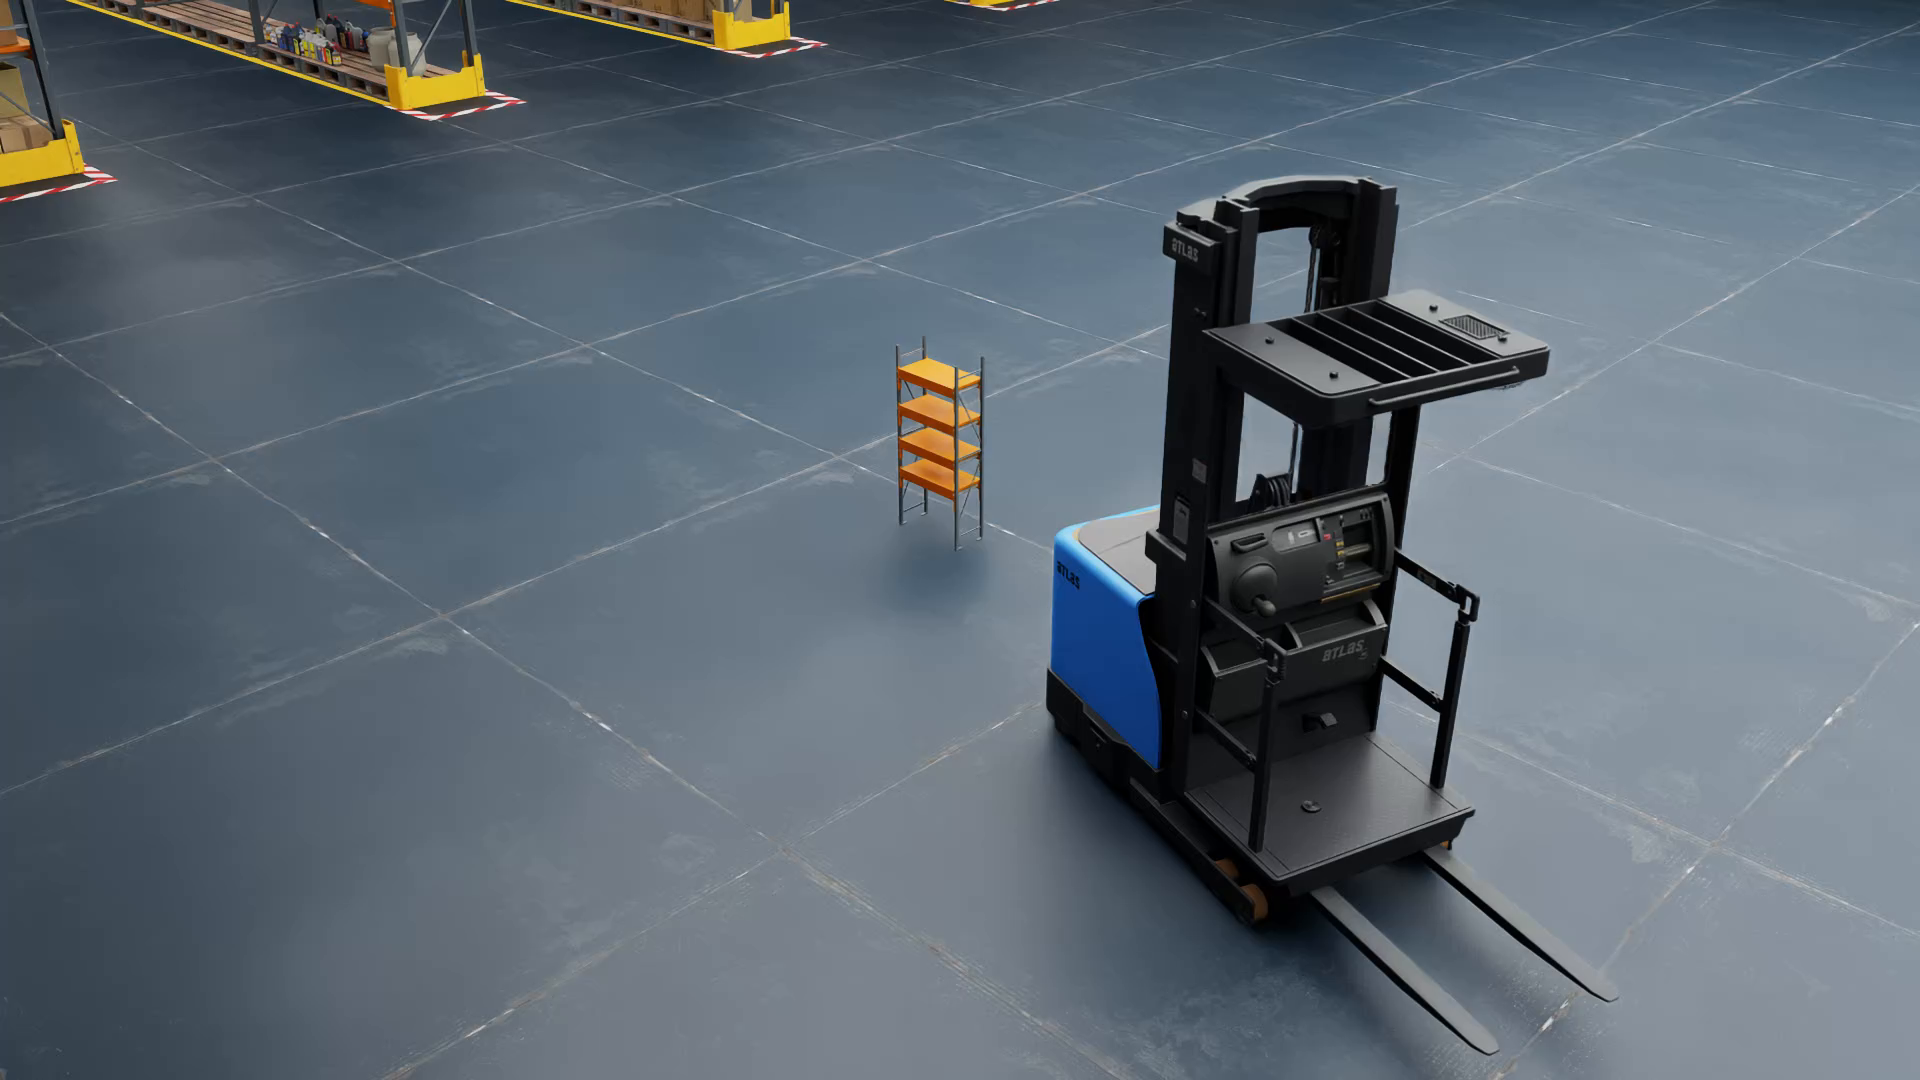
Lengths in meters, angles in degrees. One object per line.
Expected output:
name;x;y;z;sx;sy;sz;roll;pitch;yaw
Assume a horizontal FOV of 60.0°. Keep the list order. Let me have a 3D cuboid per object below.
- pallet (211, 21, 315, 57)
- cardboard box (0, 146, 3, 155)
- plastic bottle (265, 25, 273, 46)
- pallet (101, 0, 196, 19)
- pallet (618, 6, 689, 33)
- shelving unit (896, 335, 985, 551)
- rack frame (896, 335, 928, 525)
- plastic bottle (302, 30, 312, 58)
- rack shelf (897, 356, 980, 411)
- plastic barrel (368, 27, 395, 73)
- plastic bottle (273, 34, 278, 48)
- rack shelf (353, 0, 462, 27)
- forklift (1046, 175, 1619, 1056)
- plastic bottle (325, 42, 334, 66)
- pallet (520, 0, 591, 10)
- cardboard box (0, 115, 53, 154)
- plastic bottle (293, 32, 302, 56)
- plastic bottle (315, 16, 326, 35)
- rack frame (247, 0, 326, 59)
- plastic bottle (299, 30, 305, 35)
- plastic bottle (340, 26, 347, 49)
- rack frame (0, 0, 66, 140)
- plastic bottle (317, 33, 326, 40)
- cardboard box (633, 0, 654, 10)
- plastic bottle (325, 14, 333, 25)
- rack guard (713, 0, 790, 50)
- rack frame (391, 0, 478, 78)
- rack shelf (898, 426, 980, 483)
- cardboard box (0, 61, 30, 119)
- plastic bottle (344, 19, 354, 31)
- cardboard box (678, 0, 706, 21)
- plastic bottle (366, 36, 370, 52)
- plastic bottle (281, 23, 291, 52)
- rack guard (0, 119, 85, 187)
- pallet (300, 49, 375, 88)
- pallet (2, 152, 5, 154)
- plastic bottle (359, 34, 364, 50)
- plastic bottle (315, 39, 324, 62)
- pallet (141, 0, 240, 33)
pallet;-9.816;-7.085;23.497;1.213;0.211;1.003;25;36;38
cardboard box;-10.442;-4.174;17.468;0.500;0.250;0.500;25;36;38
plastic bottle;-9.309;-6.814;22.444;0.097;0.271;0.097;0;28;0
pallet;-12.673;-8.390;25.980;1.213;0.211;1.003;25;36;38
pallet;-4.379;-7.880;25.009;1.213;0.211;1.003;25;36;38
shelving unit;-0.118;-0.585;10.073;0.503;1.200;0.258;25;36;38
rack frame;-0.292;-0.665;10.225;0.015;1.200;0.240;25;36;38
plastic bottle;-8.506;-6.497;21.756;0.185;0.351;0.144;24;36;38
rack shelf;-0.118;-0.933;9.891;0.480;0.148;0.258;25;36;38
plastic barrel;-7.257;-6.208;21.056;0.421;0.512;0.421;0;28;0
plastic bottle;-9.164;-6.716;22.334;0.097;0.201;0.097;0;28;0
rack shelf;-7.803;-7.105;21.312;4.000;0.370;1.077;25;36;38
forklift;1.560;0.107;6.897;1.130;2.935;3.031;-13;31;-24
plastic bottle;-8.090;-6.249;21.357;0.061;0.283;0.133;-24;36;-38
pallet;-6.313;-8.739;26.643;1.213;0.211;1.003;25;36;38
cardboard box;-10.078;-4.346;17.795;0.500;0.250;0.500;25;36;38
plastic bottle;-8.721;-6.538;21.907;0.061;0.283;0.133;-23;36;-37
plastic bottle;-8.669;-6.936;22.591;0.185;0.351;0.144;25;36;38
rack frame;-9.229;-8.076;22.386;0.127;3.000;1.000;25;36;38
plastic bottle;-8.756;-6.655;22.142;0.097;0.271;0.097;0;28;0
plastic bottle;-8.254;-6.743;22.297;0.133;0.283;0.061;25;36;38
rack frame;-9.852;-5.128;16.780;0.127;3.000;1.000;25;36;38
plastic bottle;-8.421;-6.521;21.882;0.135;0.276;0.152;25;36;38
cardboard box;-4.588;-8.294;25.036;0.500;0.500;0.500;21;34;34
plastic bottle;-8.568;-6.984;22.682;0.185;0.351;0.144;23;36;37
rack guard;-2.958;-7.333;23.658;0.348;0.500;1.175;25;36;38
rack frame;-6.377;-6.771;19.903;0.127;3.000;1.000;25;36;38
rack shelf;-0.118;-0.526;10.105;0.480;0.148;0.258;25;36;38
cardboard box;-10.436;-4.840;17.929;0.500;0.500;0.500;25;36;38
plastic bottle;-8.200;-6.816;22.362;0.185;0.351;0.144;24;36;38
cardboard box;-3.788;-7.887;24.261;0.500;0.500;0.500;-15;31;-27
plastic bottle;-7.837;-6.599;22.110;0.097;0.201;0.097;0;28;0
plastic bottle;-8.944;-6.697;22.137;0.144;0.351;0.185;-24;36;-38
rack guard;-9.835;-4.014;17.346;0.348;0.500;1.175;25;36;38
pallet;-7.905;-6.211;21.834;1.213;0.211;1.003;25;36;38
pallet;-10.427;-4.130;17.877;1.213;0.211;1.003;25;36;38
plastic bottle;-7.984;-6.666;22.238;0.097;0.201;0.097;0;28;0
plastic bottle;-8.253;-6.350;21.558;0.135;0.276;0.152;23;36;37
pallet;-11.556;-7.881;25.011;1.213;0.211;1.003;25;36;38
